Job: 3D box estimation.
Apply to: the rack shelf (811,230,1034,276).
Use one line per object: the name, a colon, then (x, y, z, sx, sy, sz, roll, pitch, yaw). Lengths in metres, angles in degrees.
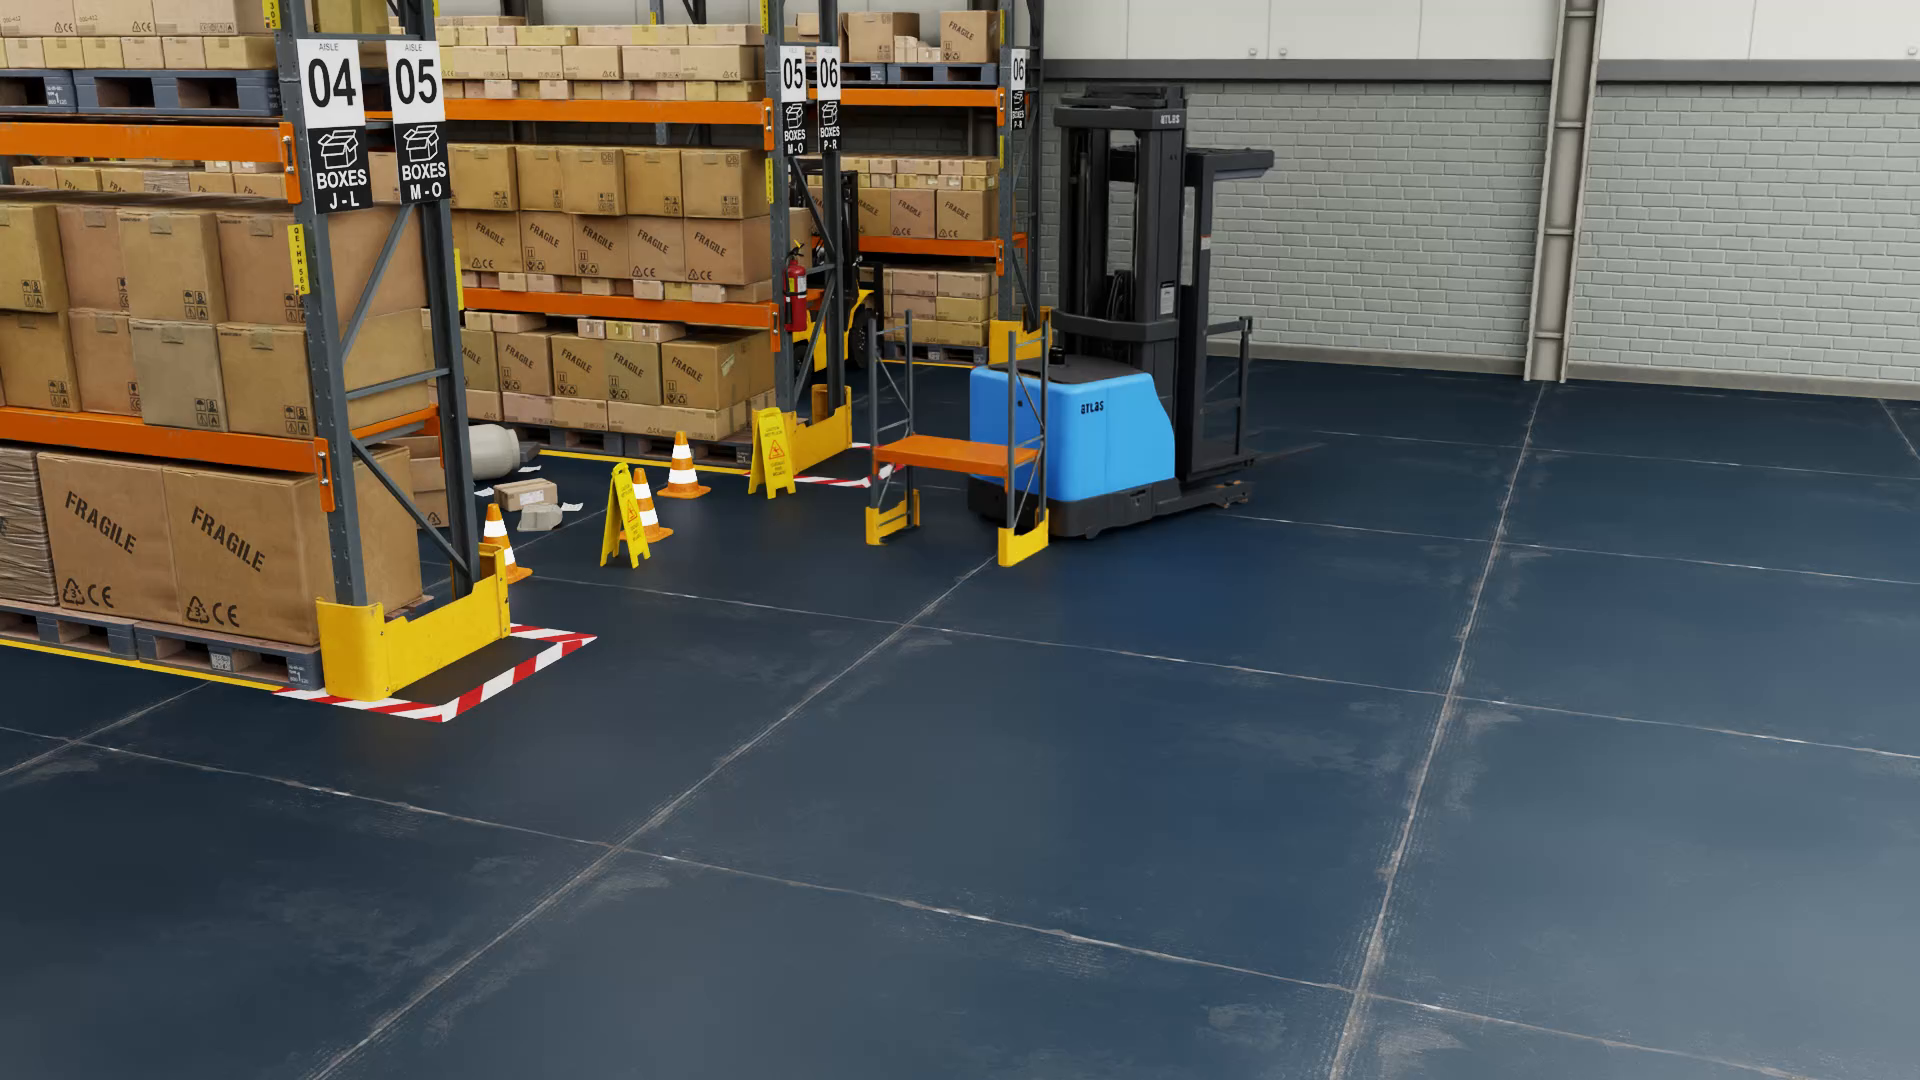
rack shelf: (-1.226, -3.233, 18.220, 4.000, 0.370, 1.077, 6, 17, 21)

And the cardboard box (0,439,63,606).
cardboard box: (-5.228, -0.209, 9.570, 0.875, 0.875, 0.875, 6, 17, 21)

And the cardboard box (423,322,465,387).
cardboard box: (-4.455, -1.606, 14.160, 0.500, 0.500, 0.500, 7, 18, 23)

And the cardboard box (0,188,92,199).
cardboard box: (-5.290, -1.628, 9.196, 0.550, 0.550, 0.875, 6, 17, 21)

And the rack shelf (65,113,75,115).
rack shelf: (-10.486, -4.204, 16.185, 4.000, 0.370, 1.077, 6, 17, 21)

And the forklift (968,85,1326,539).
forklift: (1.493, -1.734, 11.888, 3.031, 2.935, 1.130, -14, 21, -39)

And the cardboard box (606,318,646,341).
cardboard box: (-2.623, -1.700, 13.319, 0.250, 0.149, 0.380, 7, 17, 22)

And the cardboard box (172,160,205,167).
cardboard box: (-7.000, -3.514, 15.269, 0.250, 0.149, 0.380, 5, 17, 18)

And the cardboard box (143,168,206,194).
cardboard box: (-6.846, -3.034, 14.777, 0.500, 0.500, 0.500, 6, 17, 19)

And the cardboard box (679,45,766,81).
cardboard box: (-1.759, -3.580, 12.480, 0.500, 0.250, 0.500, 6, 17, 20)

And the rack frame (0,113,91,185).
rack frame: (-8.626, -2.905, 15.798, 0.127, 3.000, 1.000, 6, 17, 21)

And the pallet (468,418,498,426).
pallet: (-4.267, -1.097, 14.573, 1.213, 0.211, 1.003, 6, 17, 21)

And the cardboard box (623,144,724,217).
cardboard box: (-2.207, -2.807, 12.955, 0.500, 0.500, 0.700, 6, 17, 21)

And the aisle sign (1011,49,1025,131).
aisle sign: (0.587, -4.539, 16.767, 0.004, 0.787, 0.394, 6, 17, 21)

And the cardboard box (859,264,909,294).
cardboard box: (-0.859, -2.801, 17.828, 0.500, 0.250, 0.500, 7, 17, 21)

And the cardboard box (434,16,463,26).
cardboard box: (-5.717, -5.767, 19.168, 0.500, 0.500, 0.700, 6, 17, 20)

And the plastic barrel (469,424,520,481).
plastic barrel: (-3.661, -0.668, 12.714, 0.512, 0.421, 0.421, -9, 18, -27)

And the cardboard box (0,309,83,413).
cardboard box: (-4.770, -1.074, 9.225, 0.500, 0.550, 0.875, 6, 17, 21)

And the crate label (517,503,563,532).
crate label: (-2.902, -0.162, 11.488, 0.298, 0.136, 0.250, -2, 16, -8)

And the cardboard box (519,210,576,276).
cardboard box: (-3.183, -2.422, 13.424, 0.500, 0.500, 0.500, 6, 17, 21)

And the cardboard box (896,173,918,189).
cardboard box: (-0.485, -3.785, 17.490, 0.250, 0.149, 0.380, 6, 17, 20)

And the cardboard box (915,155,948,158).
cardboard box: (-0.307, -4.054, 17.882, 0.250, 0.149, 0.380, 6, 17, 21)

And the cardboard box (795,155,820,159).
cardboard box: (-1.672, -4.065, 17.918, 0.250, 0.149, 0.380, 6, 17, 20)

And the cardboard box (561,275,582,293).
cardboard box: (-3.025, -2.110, 13.511, 0.250, 0.149, 0.380, 6, 17, 21)

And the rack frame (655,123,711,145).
rack frame: (-3.087, -3.783, 18.825, 0.127, 3.000, 1.000, 6, 17, 21)

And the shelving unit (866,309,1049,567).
shelving unit: (-0.019, -0.690, 10.862, 1.083, 1.500, 0.587, 9, 18, 28)

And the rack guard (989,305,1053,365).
rack guard: (0.656, -2.171, 17.755, 0.348, 0.500, 1.175, 6, 17, 21)

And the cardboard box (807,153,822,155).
cardboard box: (-1.500, -4.192, 18.356, 0.250, 0.149, 0.380, 6, 17, 20)

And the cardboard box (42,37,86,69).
cardboard box: (-4.287, -2.412, 8.239, 0.250, 0.149, 0.380, 6, 17, 20)

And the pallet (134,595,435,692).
pallet: (-3.678, 0.486, 9.122, 1.213, 0.211, 1.003, 6, 17, 21)

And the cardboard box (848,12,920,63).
cardboard box: (-0.783, -5.225, 17.299, 0.500, 0.500, 0.700, 6, 17, 21)

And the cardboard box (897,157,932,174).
cardboard box: (-0.475, -3.940, 17.488, 0.250, 0.149, 0.380, 6, 17, 21)

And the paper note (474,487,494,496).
paper note: (-3.529, -0.361, 12.383, 0.142, 0.019, 0.148, 14, 21, 40)

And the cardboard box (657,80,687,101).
cardboard box: (-2.097, -3.423, 12.654, 0.250, 0.149, 0.380, 7, 18, 22)

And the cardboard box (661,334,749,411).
cardboard box: (-2.025, -1.342, 13.249, 0.500, 0.500, 0.500, 6, 17, 21)

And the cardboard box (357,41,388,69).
cardboard box: (-3.107, -2.480, 8.473, 0.250, 0.149, 0.380, 6, 17, 21)

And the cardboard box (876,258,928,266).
cardboard box: (-0.671, -2.938, 18.298, 0.500, 0.250, 0.500, 6, 17, 20)

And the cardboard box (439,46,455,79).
cardboard box: (-4.113, -3.840, 13.377, 0.500, 0.250, 0.500, 6, 17, 20)

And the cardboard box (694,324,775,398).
cardboard box: (-1.855, -1.484, 13.739, 0.500, 0.500, 0.500, 6, 17, 19)

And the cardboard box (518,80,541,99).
cardboard box: (-3.268, -3.561, 13.132, 0.250, 0.149, 0.380, 6, 17, 21)

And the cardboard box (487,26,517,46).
cardboard box: (-3.500, -3.962, 13.082, 0.250, 0.149, 0.380, 6, 17, 20)

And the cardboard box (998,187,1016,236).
cardboard box: (0.275, -3.545, 17.824, 0.500, 0.500, 0.500, 7, 18, 22)

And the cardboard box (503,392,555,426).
cardboard box: (-3.460, -1.141, 13.902, 0.500, 0.250, 0.500, 6, 17, 20)

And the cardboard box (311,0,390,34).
cardboard box: (-3.261, -2.669, 8.410, 0.500, 0.250, 0.500, 6, 17, 21)

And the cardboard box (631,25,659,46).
cardboard box: (-2.294, -3.844, 12.675, 0.250, 0.149, 0.380, 6, 17, 21)

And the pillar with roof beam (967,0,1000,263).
pillar with roof beam: (-1.263, -5.443, 13.783, 0.400, 9.000, 9.100, 6, 17, 21)

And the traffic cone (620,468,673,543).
traffic cone: (-2.148, -0.255, 11.221, 0.334, 0.463, 0.336, 6, 17, 21)

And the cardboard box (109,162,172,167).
cardboard box: (-7.616, -3.273, 15.600, 0.500, 0.500, 0.500, 6, 17, 20)

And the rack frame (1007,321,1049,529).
rack frame: (0.432, -0.620, 10.619, 0.032, 1.500, 0.500, 9, 18, 28)

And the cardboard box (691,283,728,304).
cardboard box: (-1.886, -1.945, 12.945, 0.250, 0.149, 0.380, 6, 17, 20)

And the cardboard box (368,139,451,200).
cardboard box: (-4.575, -3.065, 13.845, 0.500, 0.500, 0.700, 6, 17, 20)

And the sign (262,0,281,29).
sign: (-3.118, -2.480, 7.511, 0.005, 0.325, 0.100, 6, 17, 21)
